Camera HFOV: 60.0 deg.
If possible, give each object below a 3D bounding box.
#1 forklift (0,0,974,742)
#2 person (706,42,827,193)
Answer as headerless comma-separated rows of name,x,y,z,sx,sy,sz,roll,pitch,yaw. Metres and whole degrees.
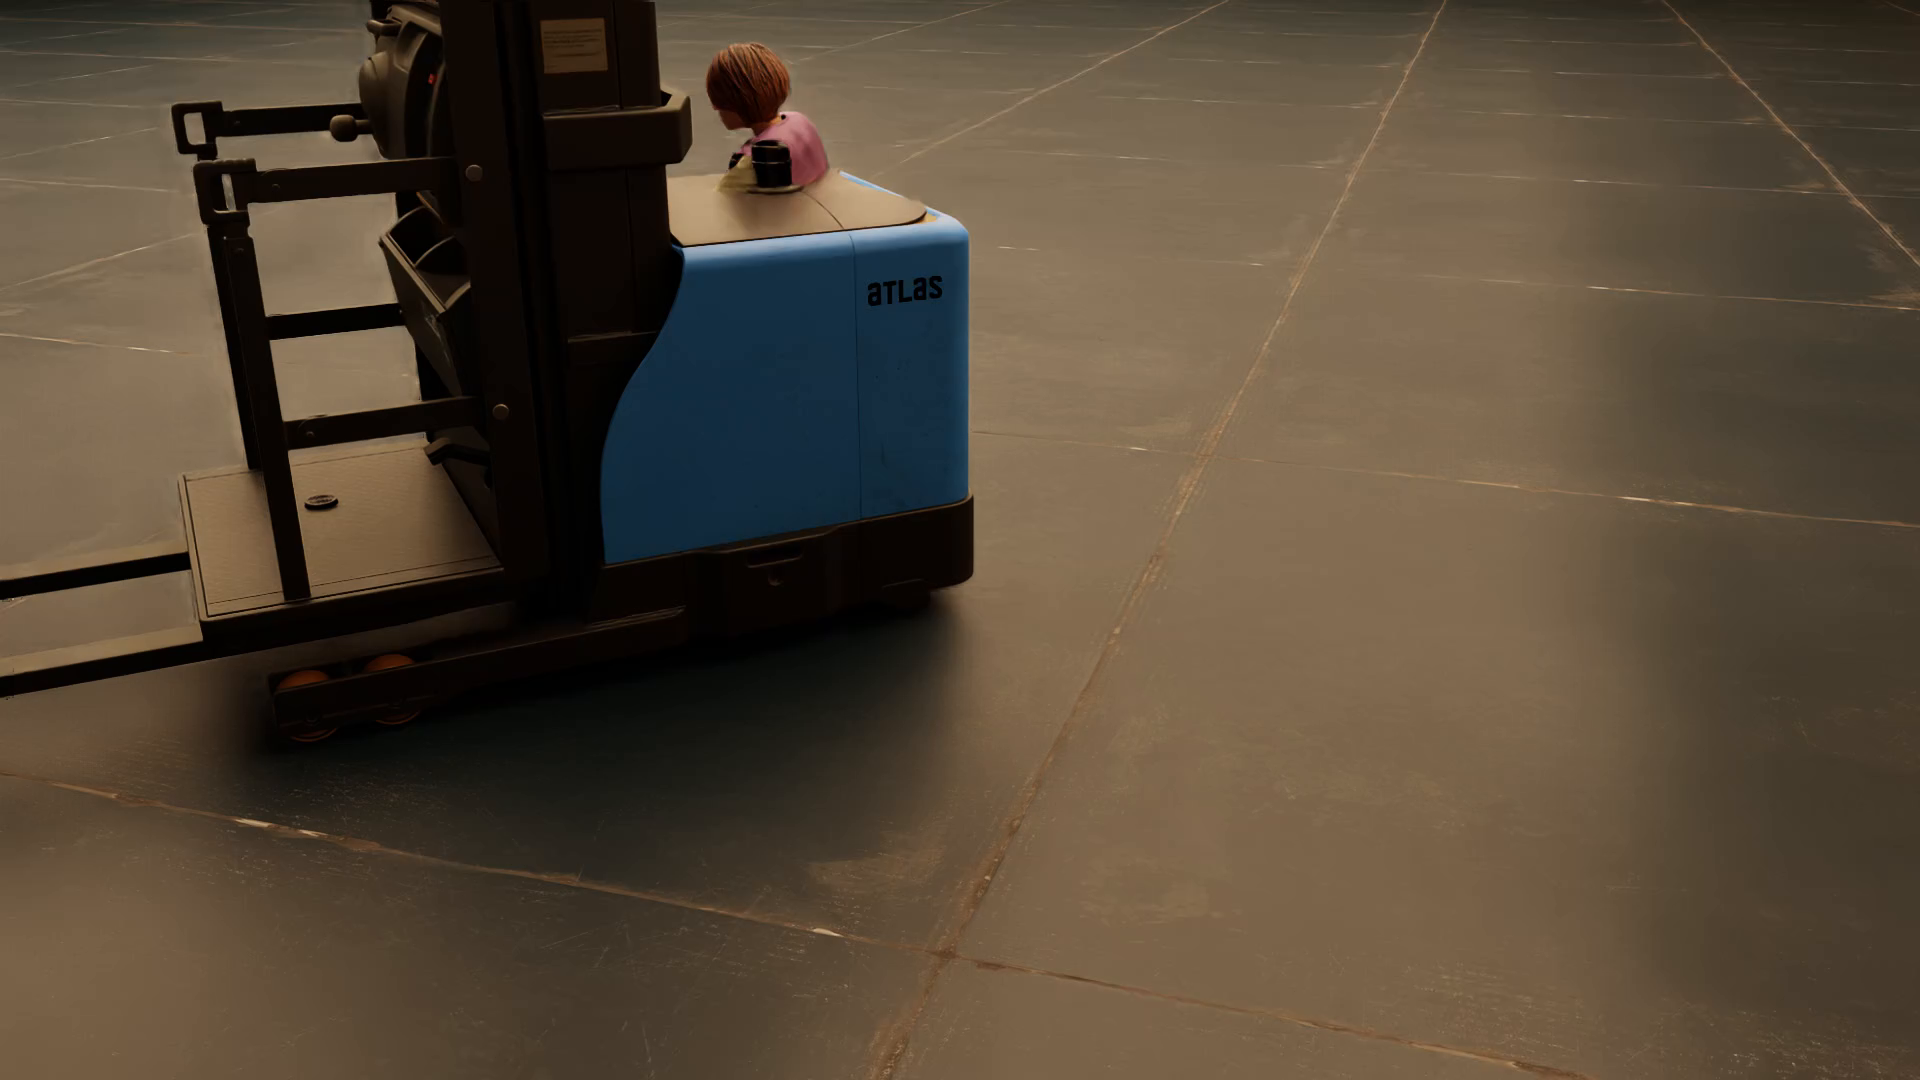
forklift,-1.517,-1.104,3.954,3.031,2.935,1.130,-11,25,-24
person,-0.712,-0.714,4.934,0.726,1.470,0.720,4,23,10
